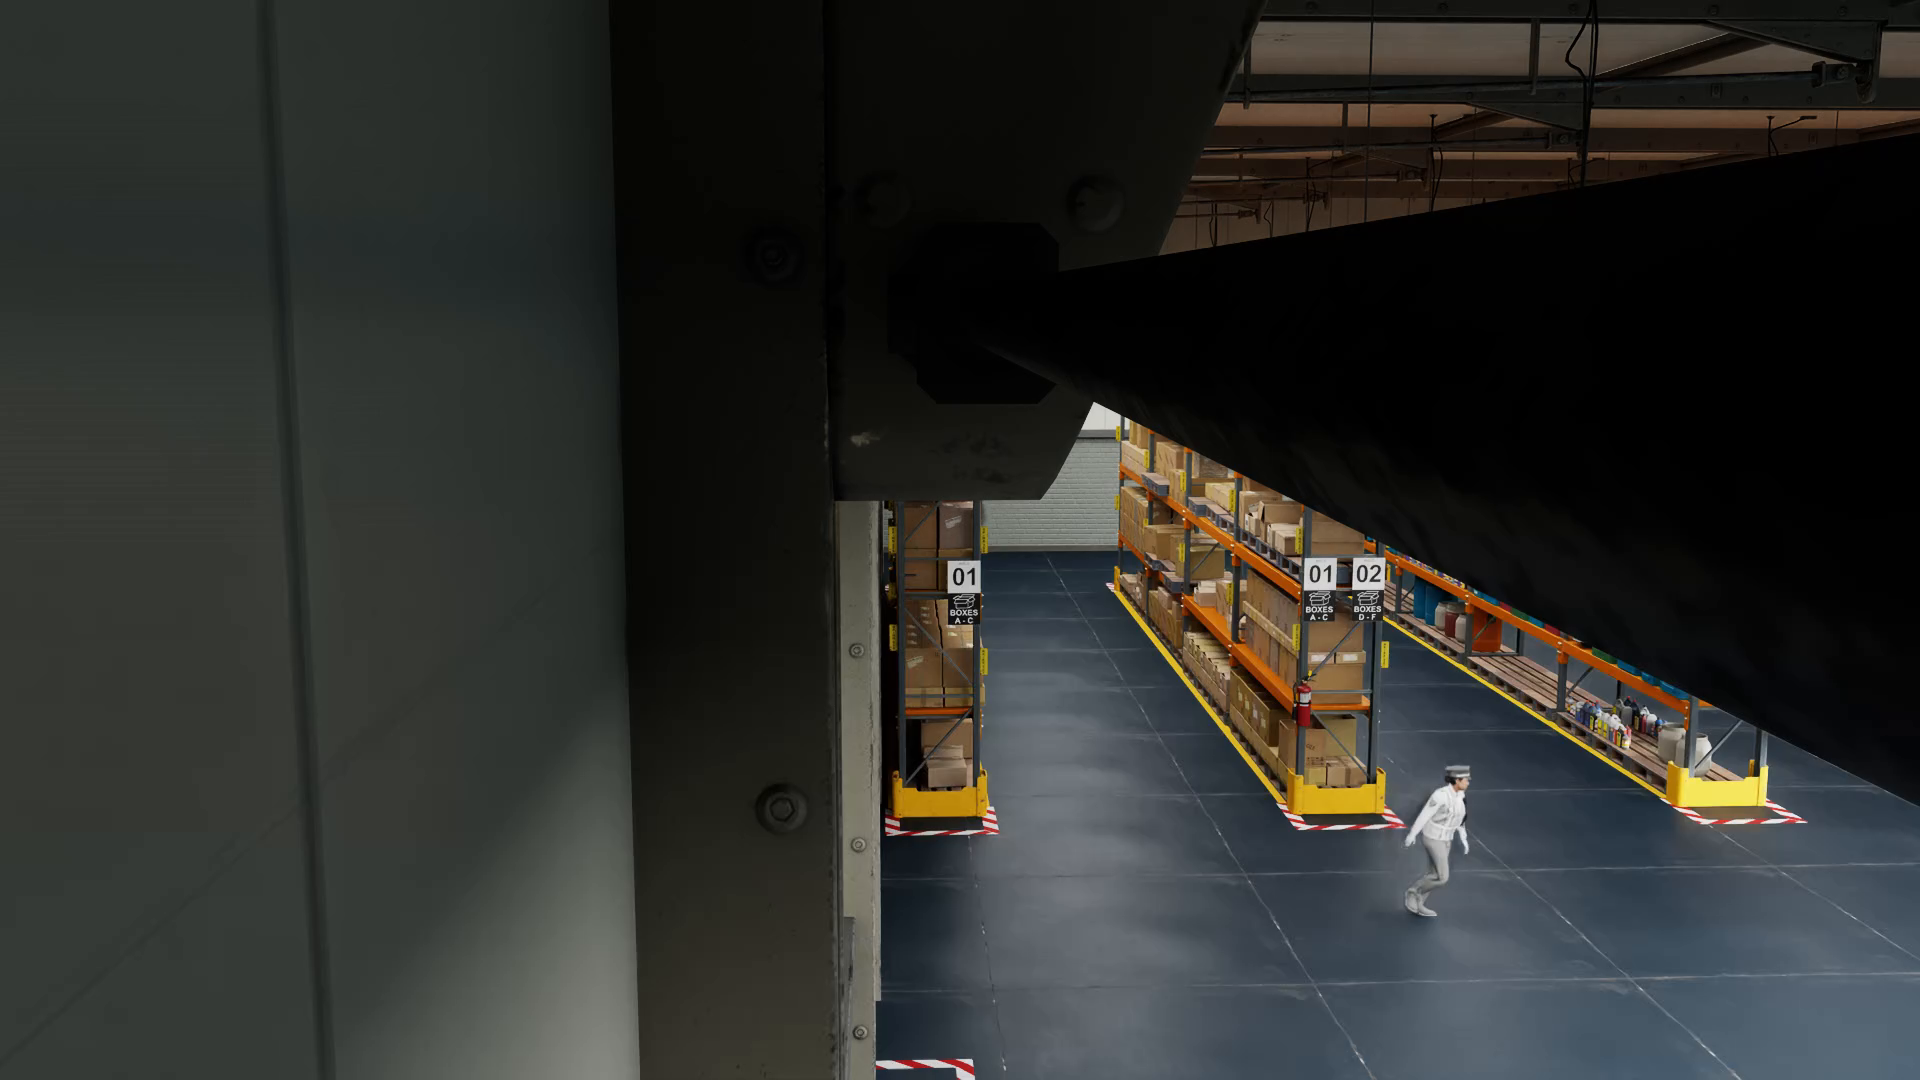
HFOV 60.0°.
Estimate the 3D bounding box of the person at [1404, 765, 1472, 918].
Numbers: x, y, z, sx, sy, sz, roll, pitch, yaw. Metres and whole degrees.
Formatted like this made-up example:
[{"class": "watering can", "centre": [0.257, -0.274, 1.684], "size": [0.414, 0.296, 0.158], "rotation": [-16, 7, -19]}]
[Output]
[{"class": "person", "centre": [4.922, 3.093, 17.099], "size": [0.554, 1.620, 0.622], "rotation": [7, 11, 41]}]
